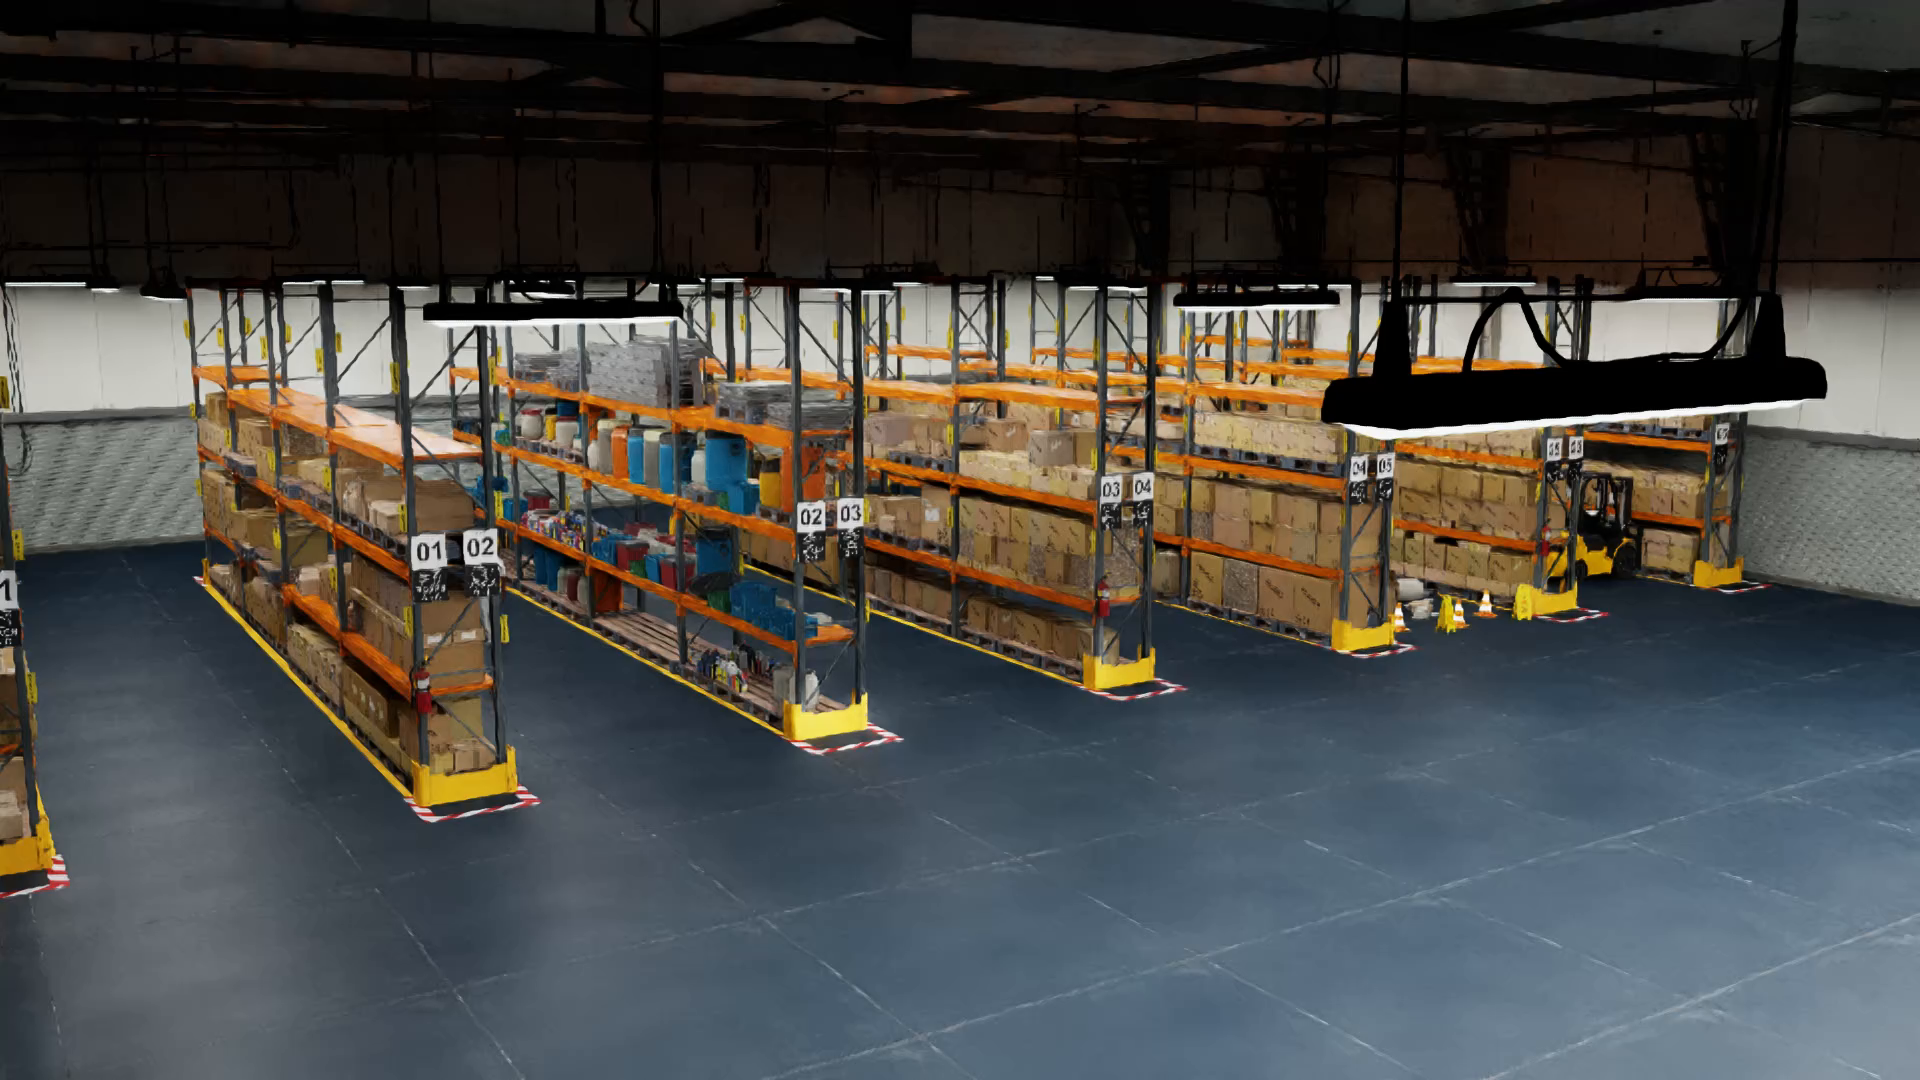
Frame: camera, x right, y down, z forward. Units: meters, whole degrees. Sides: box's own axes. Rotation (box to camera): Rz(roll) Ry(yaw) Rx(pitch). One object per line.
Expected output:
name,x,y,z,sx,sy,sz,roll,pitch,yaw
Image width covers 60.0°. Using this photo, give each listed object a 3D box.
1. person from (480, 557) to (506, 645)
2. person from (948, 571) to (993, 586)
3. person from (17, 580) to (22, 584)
person,-7.842,0.855,27.757,0.577,1.687,1.115,-6,11,-34
person,0.139,0.003,31.071,0.598,1.699,1.184,-6,11,-30
person,-18.946,0.087,32.606,0.817,1.601,0.620,8,12,40
